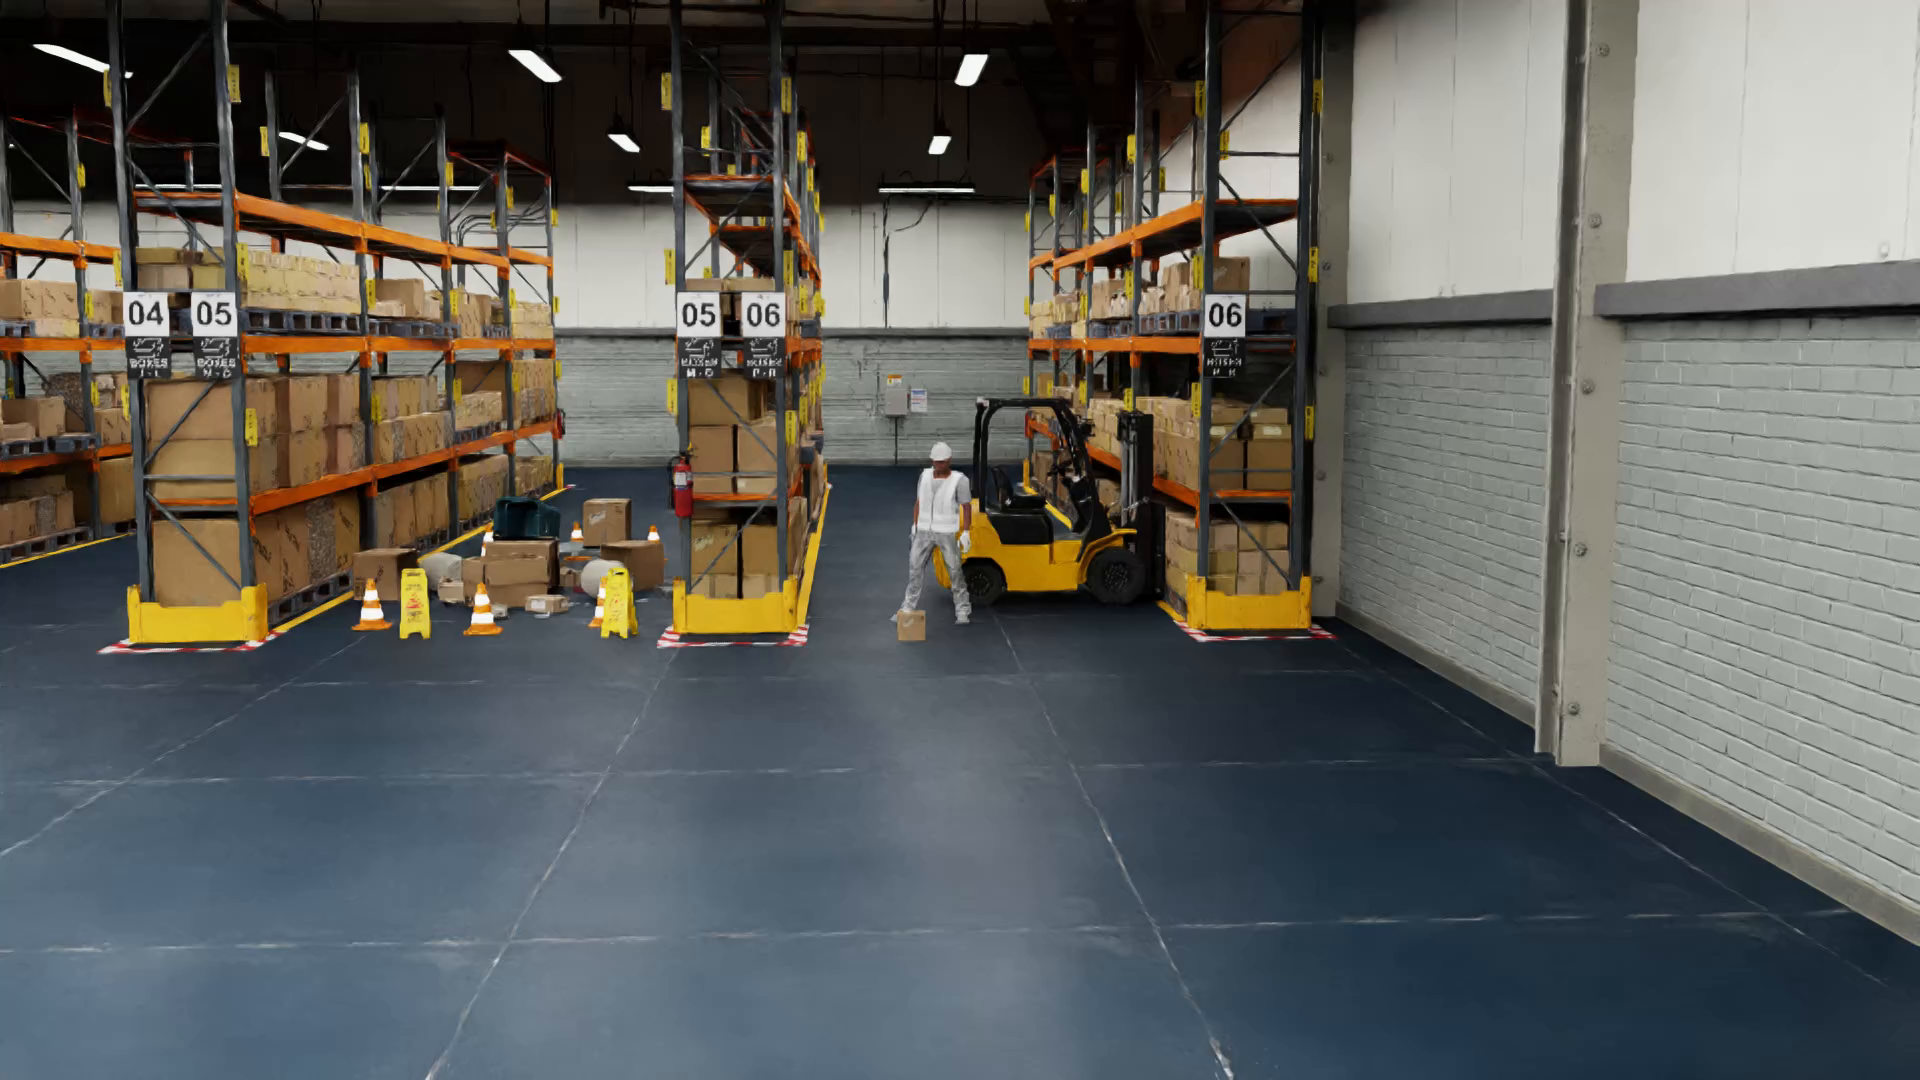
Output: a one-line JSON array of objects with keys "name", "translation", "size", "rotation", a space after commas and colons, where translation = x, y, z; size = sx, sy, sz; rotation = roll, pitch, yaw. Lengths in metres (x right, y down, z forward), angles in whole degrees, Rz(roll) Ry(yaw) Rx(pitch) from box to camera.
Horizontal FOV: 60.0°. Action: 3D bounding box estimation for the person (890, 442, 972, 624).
[{"name": "person", "translation": [-0.258, -0.071, 16.134], "size": [0.745, 1.768, 0.534], "rotation": [3, 7, 24]}]
